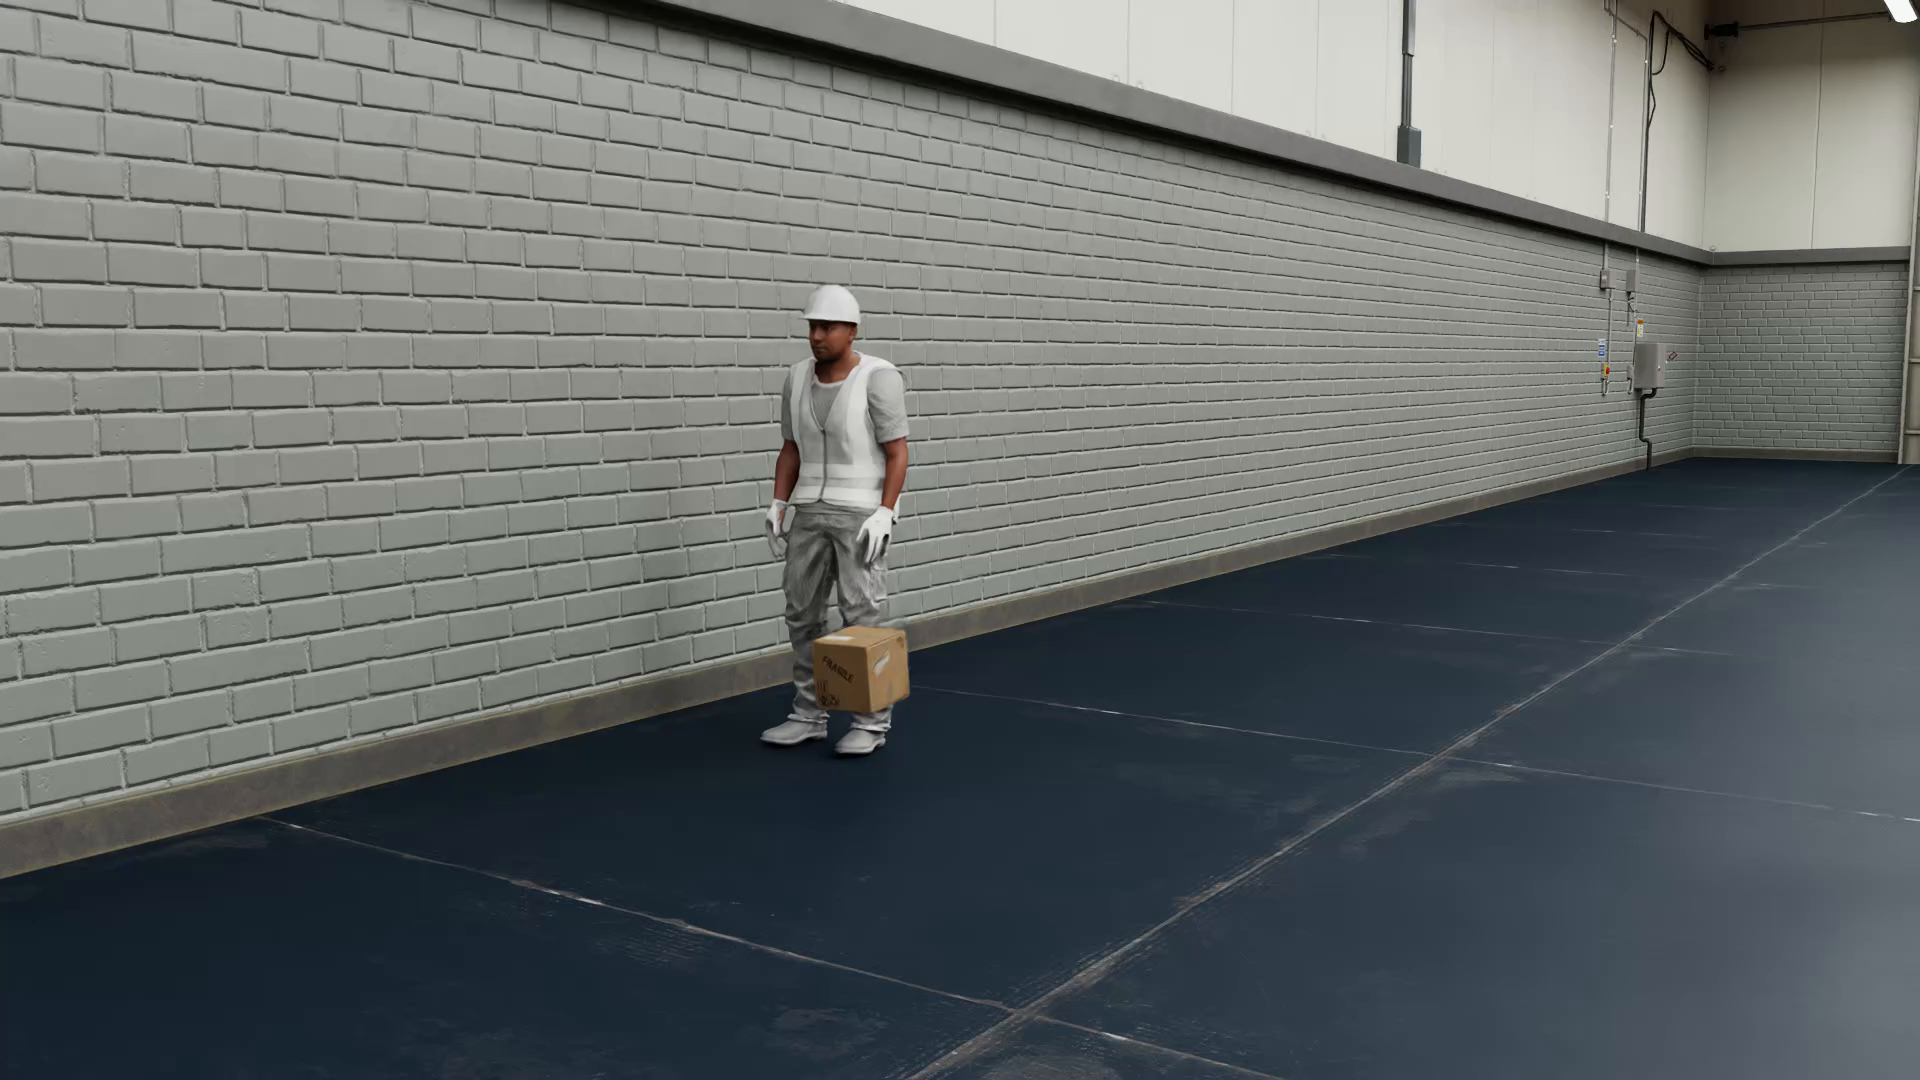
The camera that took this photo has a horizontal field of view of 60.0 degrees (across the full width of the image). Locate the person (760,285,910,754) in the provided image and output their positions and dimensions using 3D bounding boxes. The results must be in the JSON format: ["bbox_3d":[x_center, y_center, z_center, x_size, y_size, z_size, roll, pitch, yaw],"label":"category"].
[{"bbox_3d":[-0.468,-0.080,6.390,0.580,1.777,0.426,4,7,32],"label":"person"}]
